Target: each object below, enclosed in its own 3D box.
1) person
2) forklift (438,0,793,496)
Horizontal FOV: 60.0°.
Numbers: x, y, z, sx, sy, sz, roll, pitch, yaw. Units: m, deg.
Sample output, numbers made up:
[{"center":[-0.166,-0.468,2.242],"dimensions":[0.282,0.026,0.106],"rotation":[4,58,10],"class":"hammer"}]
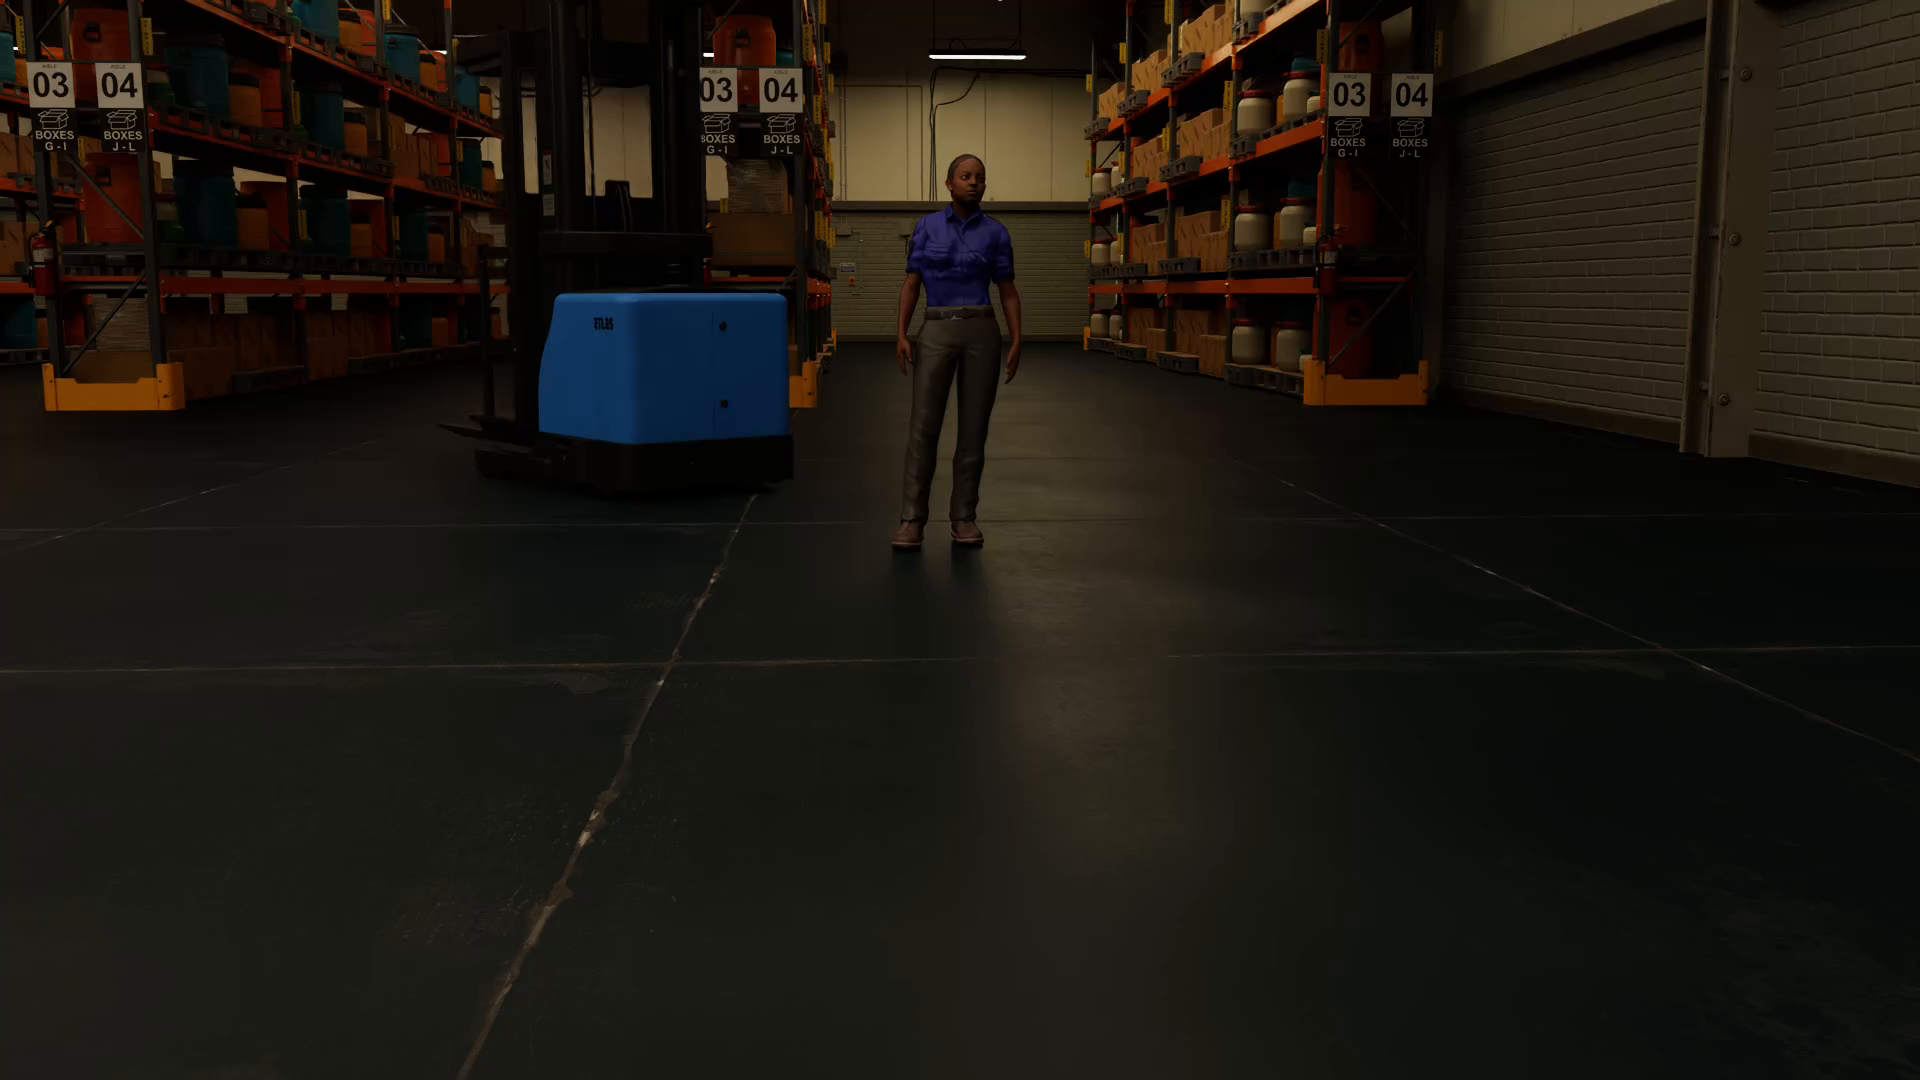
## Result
[{"center":[-0.015,-0.813,7.099],"dimensions":[0.569,1.656,0.503],"rotation":[-1,8,-4],"class":"person"},{"center":[-2.224,-1.845,9.756],"dimensions":[1.130,2.935,3.031],"rotation":[-7,11,-38],"class":"forklift"}]
